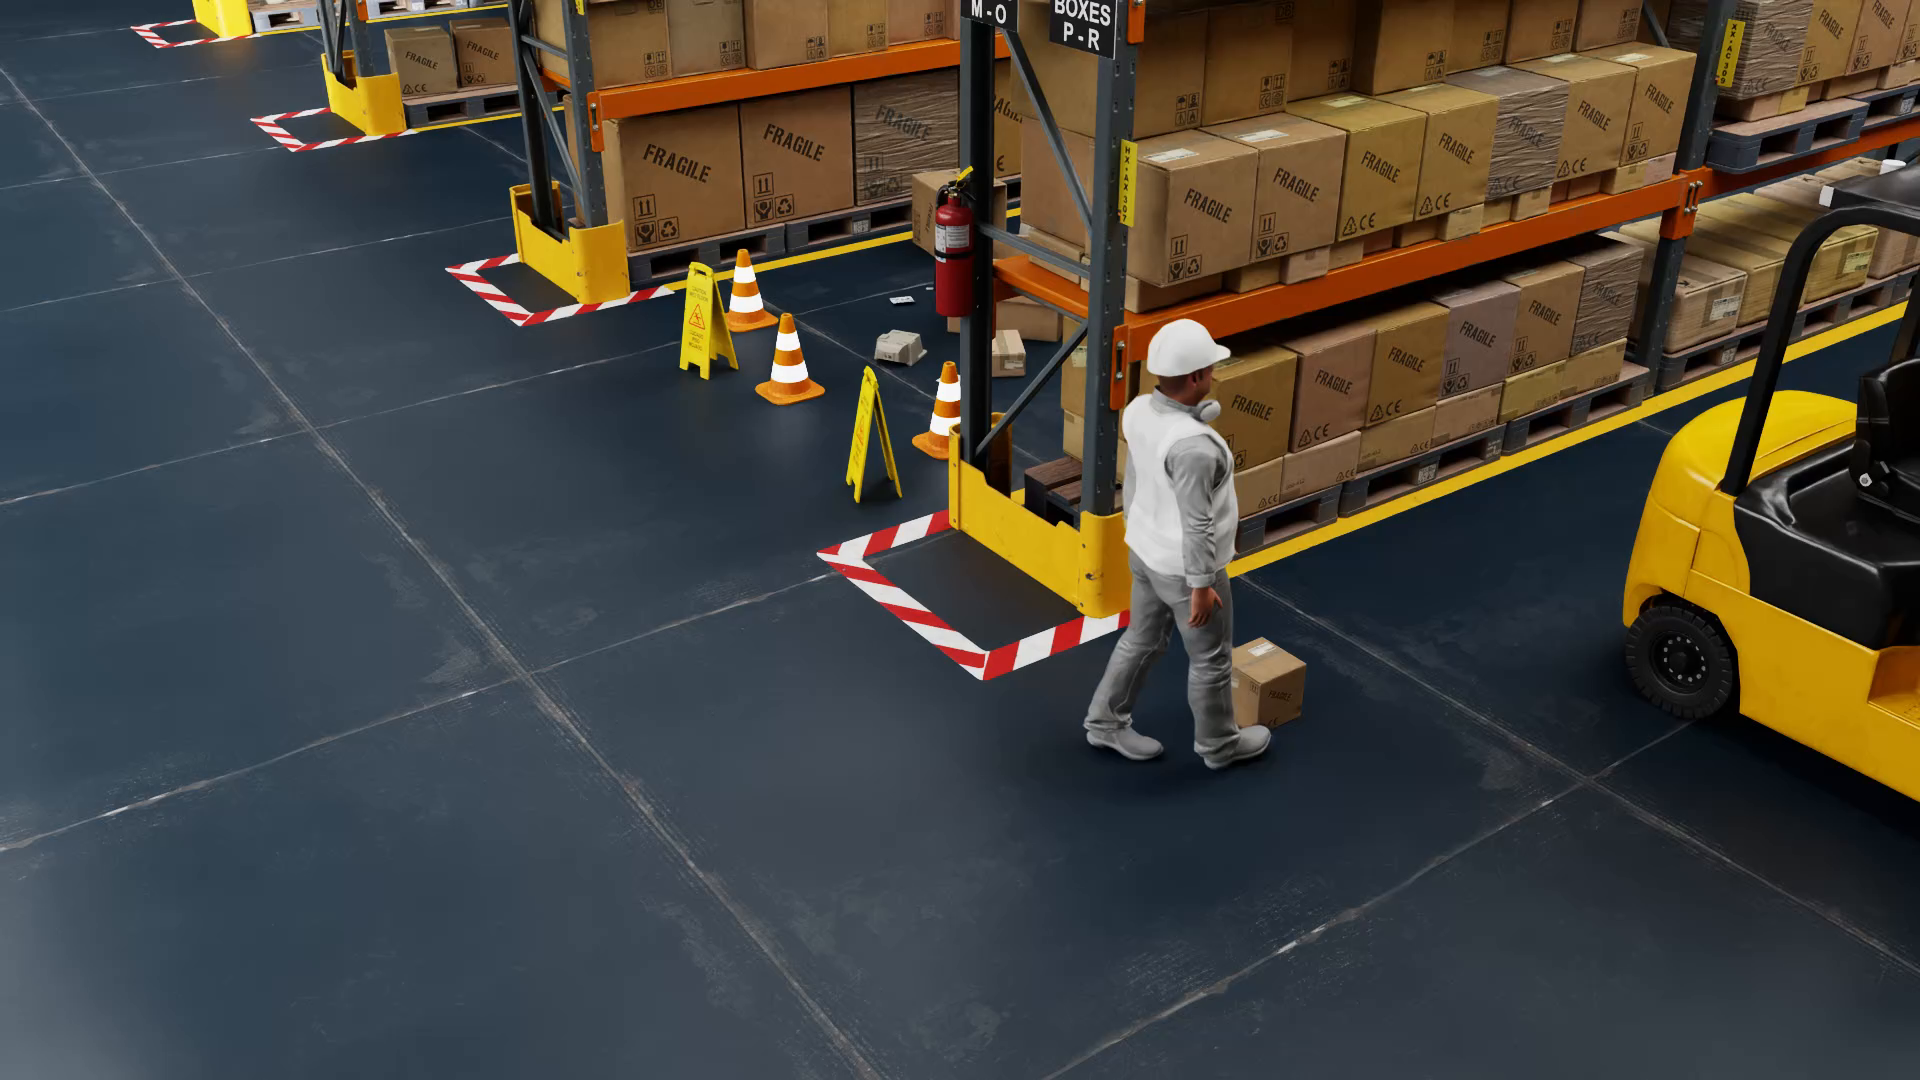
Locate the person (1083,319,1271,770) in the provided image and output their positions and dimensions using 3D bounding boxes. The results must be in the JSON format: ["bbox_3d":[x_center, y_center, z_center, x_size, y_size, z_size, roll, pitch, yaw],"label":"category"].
[{"bbox_3d":[0.849,0.044,6.015,0.686,1.773,0.574,-9,30,-17],"label":"person"}]
